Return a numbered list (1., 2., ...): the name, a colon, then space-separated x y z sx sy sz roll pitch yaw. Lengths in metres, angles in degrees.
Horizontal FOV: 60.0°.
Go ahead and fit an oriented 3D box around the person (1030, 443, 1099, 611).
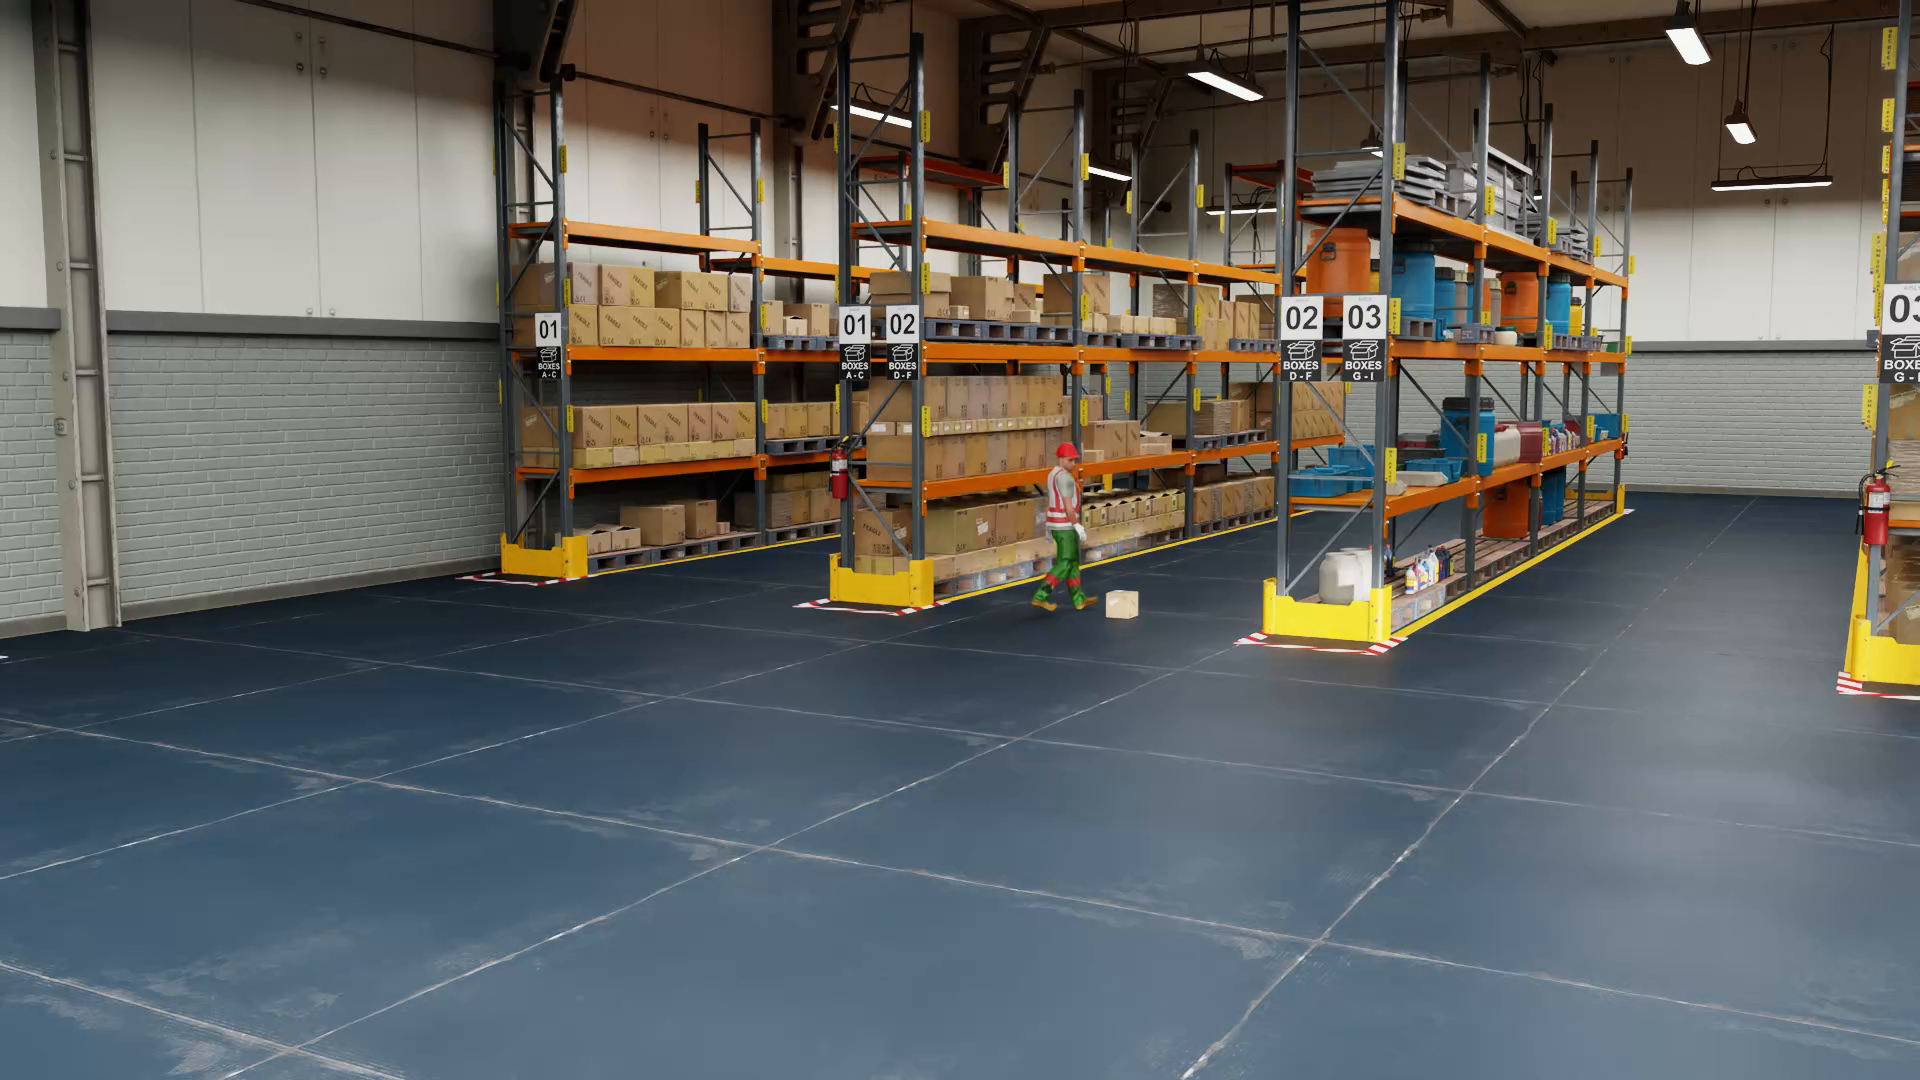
1. person: 1.097 -0.121 17.182 0.895 1.765 0.618 -2 6 -16
